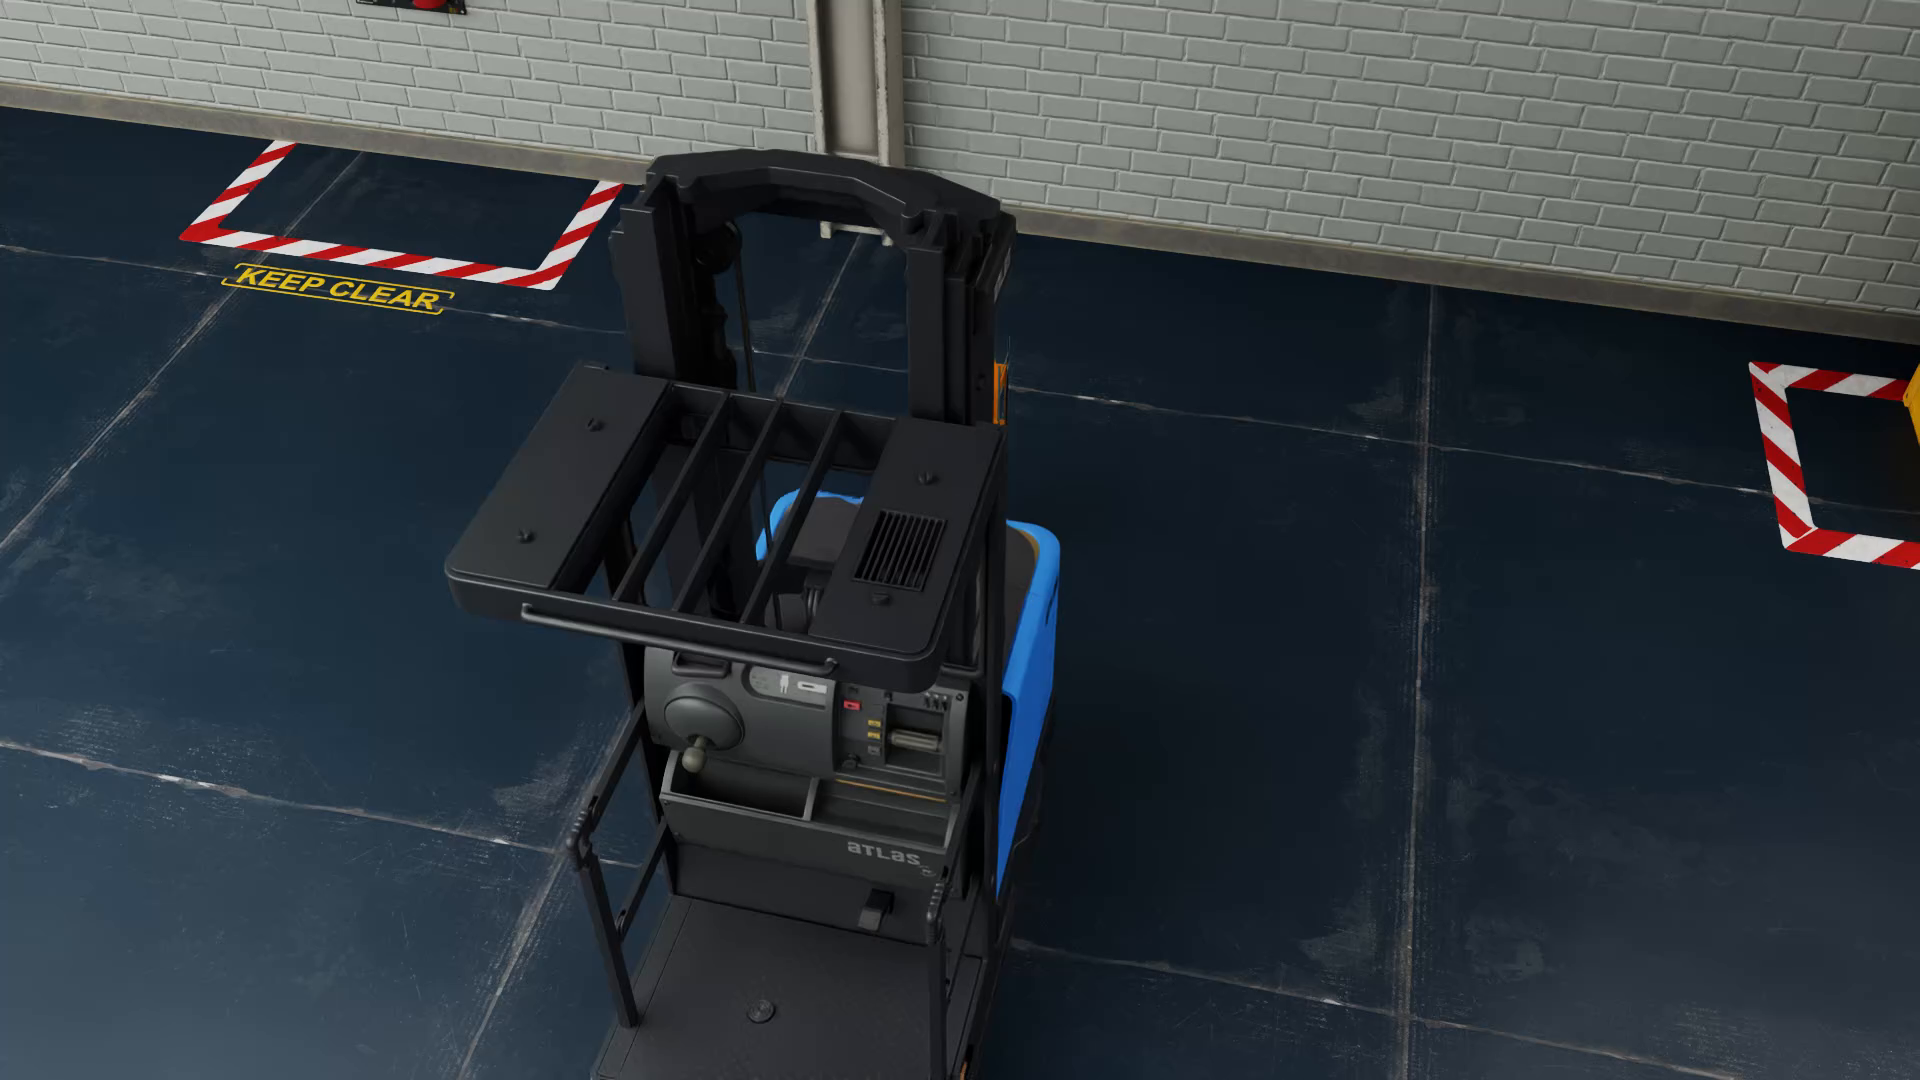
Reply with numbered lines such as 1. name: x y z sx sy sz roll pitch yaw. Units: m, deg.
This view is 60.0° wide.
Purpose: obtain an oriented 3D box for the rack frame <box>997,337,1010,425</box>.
1. rack frame: 0.171 -0.352 6.818 0.008 1.050 0.200 9 45 9

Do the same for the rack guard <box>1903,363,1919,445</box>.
1. rack guard: 4.539 -0.475 7.343 0.348 0.500 1.175 9 45 9

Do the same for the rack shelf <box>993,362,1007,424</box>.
1. rack shelf: 0.052 -0.567 6.648 0.240 0.259 0.215 9 45 9

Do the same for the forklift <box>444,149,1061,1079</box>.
1. forklift: -0.482 0.590 4.483 1.130 2.935 3.031 9 45 10

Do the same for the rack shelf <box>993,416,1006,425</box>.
1. rack shelf: 0.052 -0.363 6.845 0.240 0.259 0.215 9 45 9

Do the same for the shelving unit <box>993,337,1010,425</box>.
1. shelving unit: 0.052 -0.370 6.838 0.252 1.050 0.215 9 45 9

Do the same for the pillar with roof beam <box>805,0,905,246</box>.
1. pillar with roof beam: -1.458 -2.023 2.823 0.400 9.000 9.100 9 45 9

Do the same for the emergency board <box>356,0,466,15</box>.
1. emergency board: -2.922 -3.175 8.345 0.643 1.169 0.194 9 45 9
